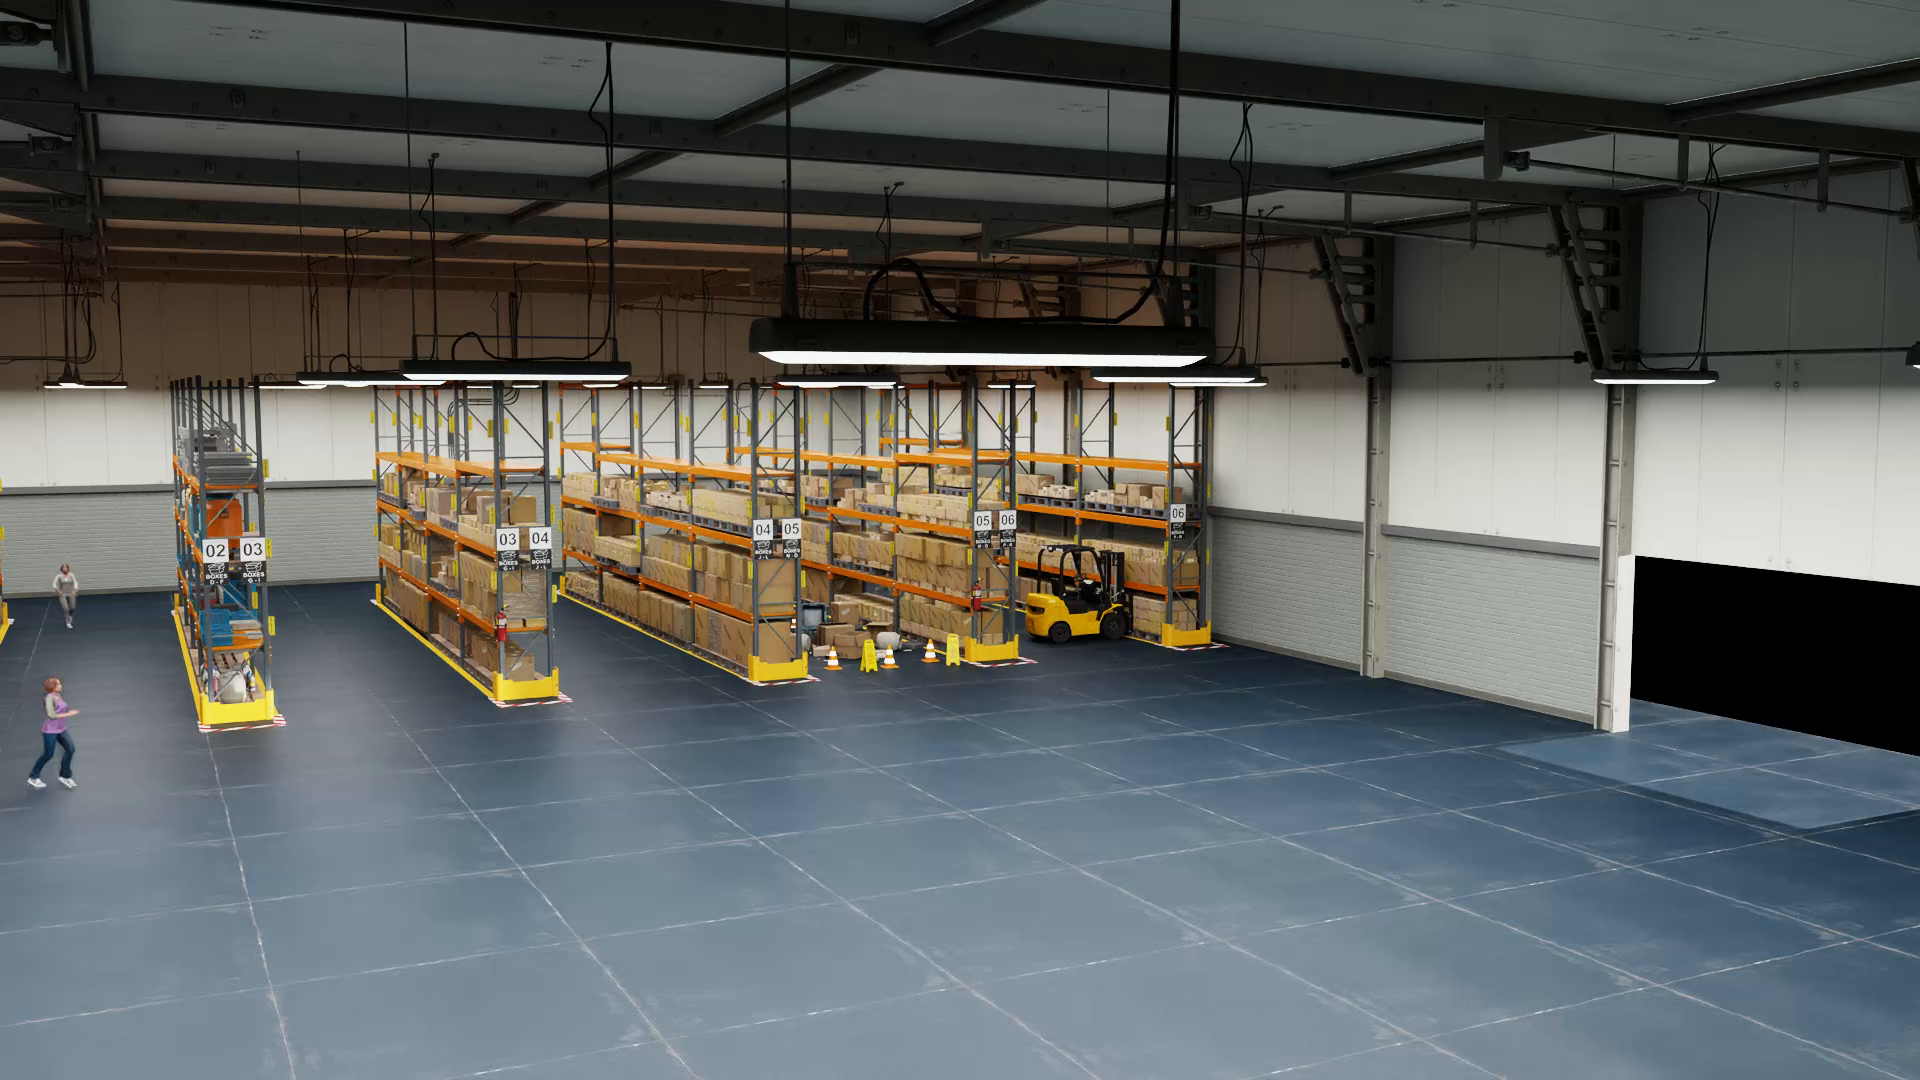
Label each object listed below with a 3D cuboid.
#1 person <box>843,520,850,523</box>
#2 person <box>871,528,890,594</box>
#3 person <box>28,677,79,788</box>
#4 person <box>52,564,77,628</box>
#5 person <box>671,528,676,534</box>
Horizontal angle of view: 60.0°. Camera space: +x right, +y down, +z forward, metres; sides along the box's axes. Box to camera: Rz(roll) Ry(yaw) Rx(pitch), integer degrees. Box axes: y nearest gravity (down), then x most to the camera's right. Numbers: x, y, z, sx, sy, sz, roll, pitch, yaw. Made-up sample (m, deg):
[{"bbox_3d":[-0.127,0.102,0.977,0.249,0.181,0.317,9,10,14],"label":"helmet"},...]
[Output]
[{"bbox_3d":[-3.339,0.337,47.848,0.672,1.837,0.629,-3,6,-31],"label":"person"},{"bbox_3d":[-2.151,0.581,44.988,0.642,1.817,0.733,-3,6,-31],"label":"person"},{"bbox_3d":[-13.048,2.796,23.943,0.724,1.656,0.538,-1,5,-6],"label":"person"},{"bbox_3d":[-21.758,1.356,40.443,0.552,1.567,0.542,-4,6,-37],"label":"person"},{"bbox_3d":[-8.498,0.431,50.199,0.775,1.722,0.564,-2,5,-19],"label":"person"}]
